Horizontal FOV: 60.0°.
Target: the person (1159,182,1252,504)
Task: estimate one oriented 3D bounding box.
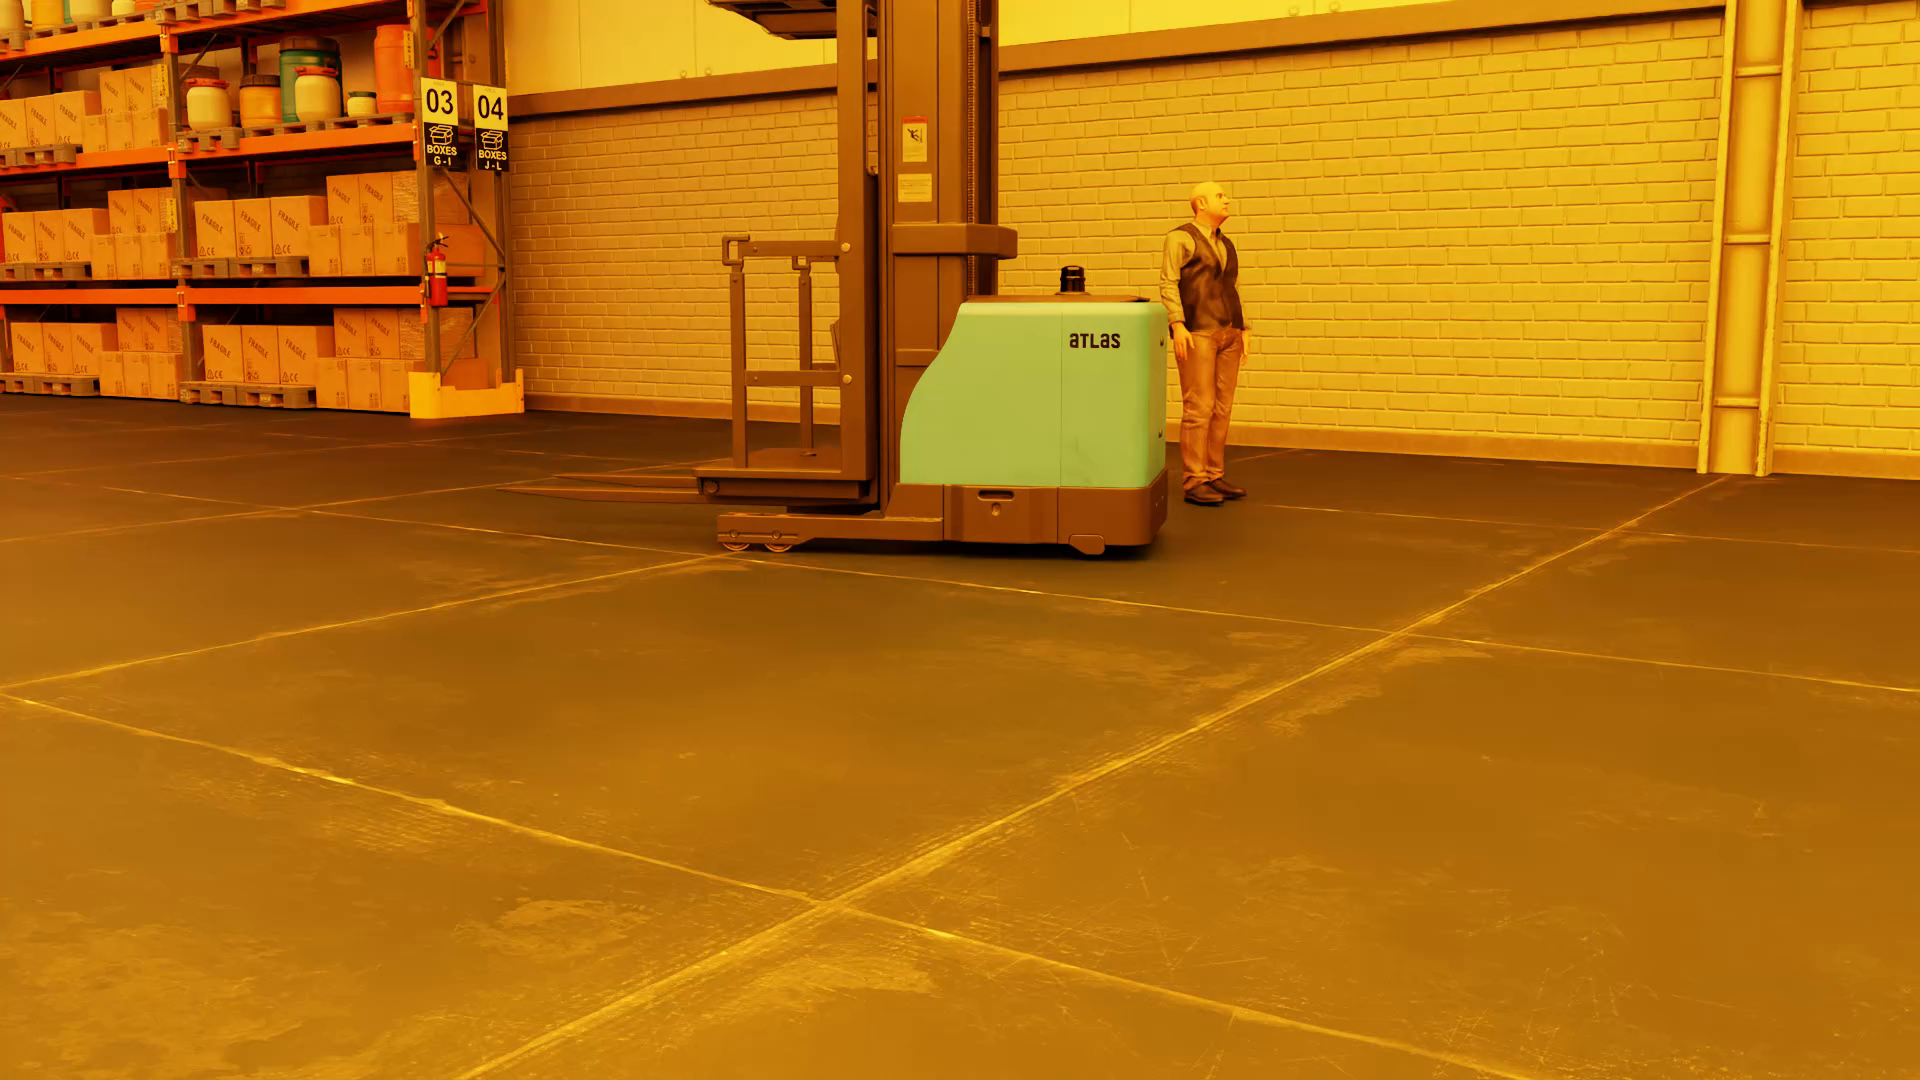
[{"bbox_3d":[1.404,-1.087,9.086,0.633,1.722,0.565,-7,11,-41],"label":"person"}]

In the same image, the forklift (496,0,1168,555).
[{"bbox_3d":[-0.596,-1.469,7.520,3.031,2.935,1.130,2,8,12],"label":"forklift"}]
